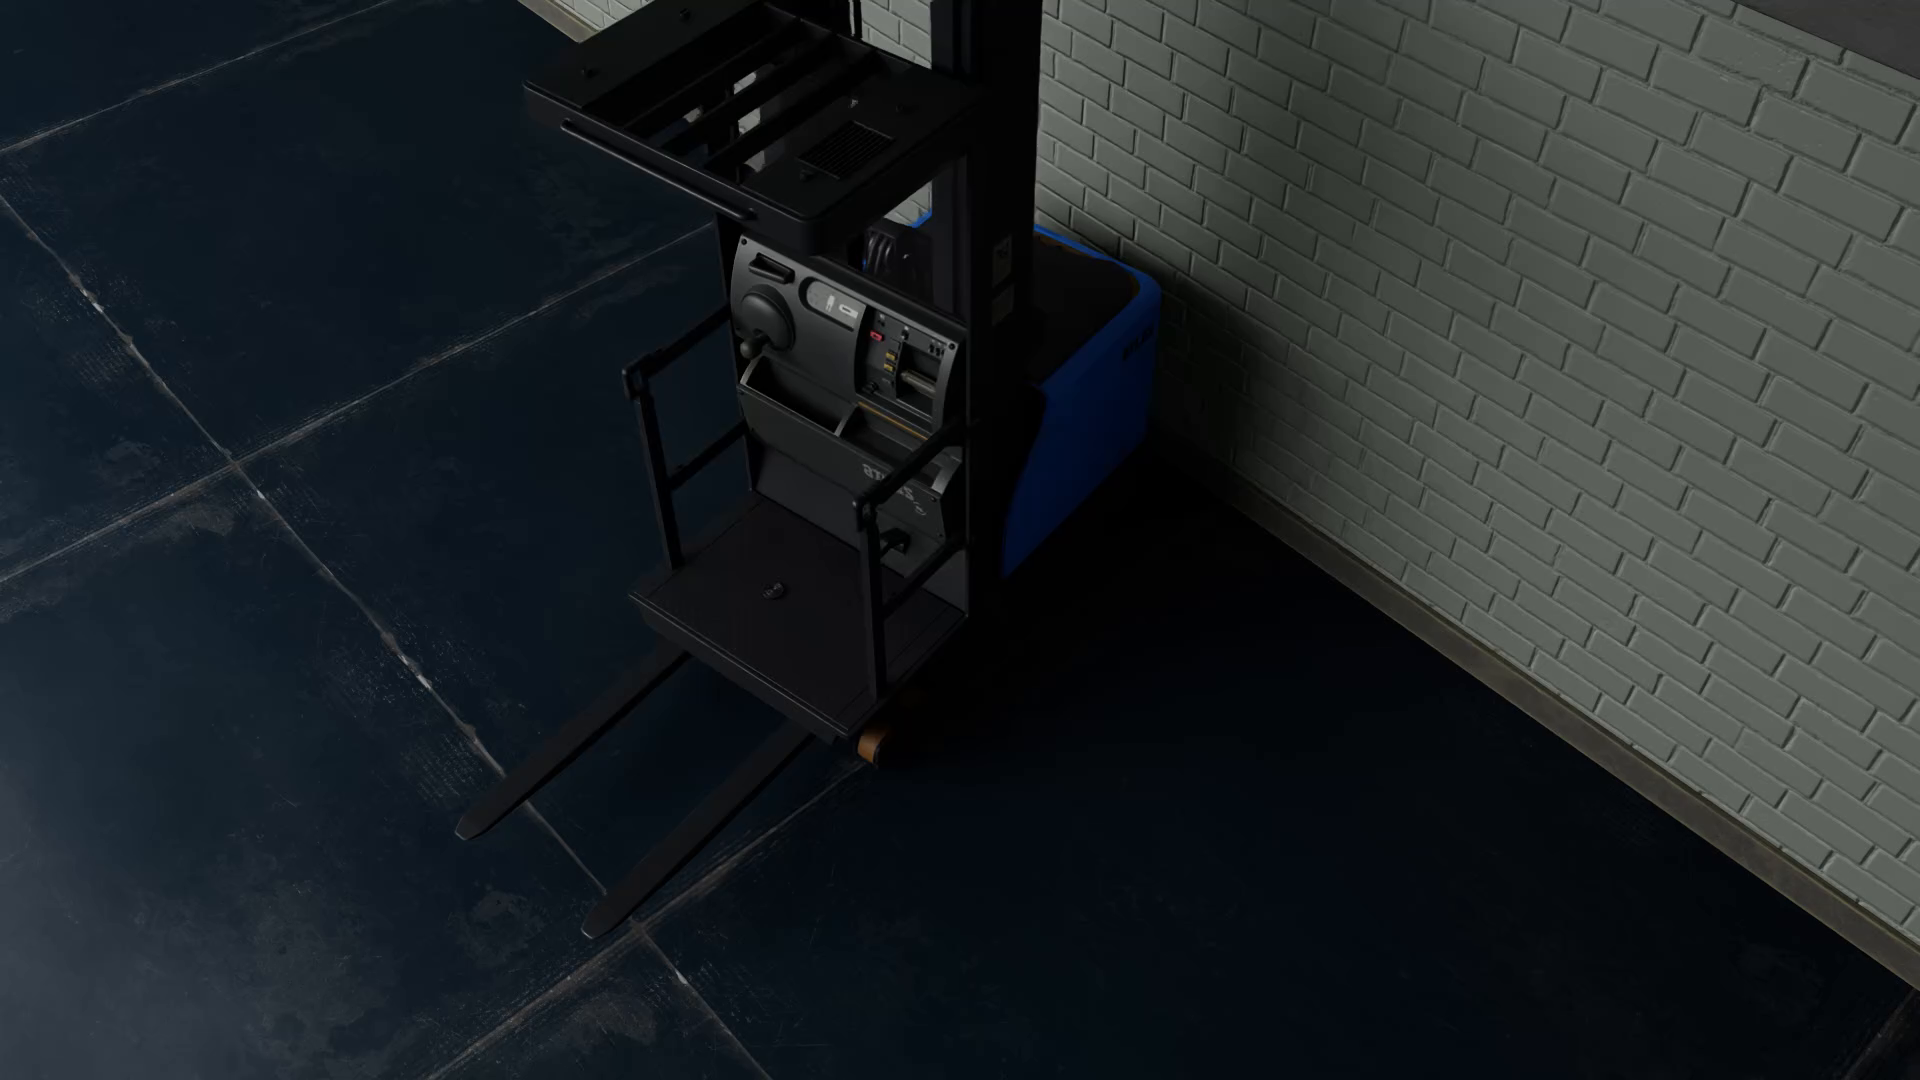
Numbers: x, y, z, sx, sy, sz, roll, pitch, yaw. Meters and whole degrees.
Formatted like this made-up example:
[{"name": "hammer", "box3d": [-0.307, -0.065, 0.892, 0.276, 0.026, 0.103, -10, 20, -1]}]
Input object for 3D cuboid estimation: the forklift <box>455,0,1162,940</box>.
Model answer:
[{"name": "forklift", "box3d": [-0.517, -0.595, 5.358, 1.130, 2.935, 3.031, 29, 54, 24]}]
